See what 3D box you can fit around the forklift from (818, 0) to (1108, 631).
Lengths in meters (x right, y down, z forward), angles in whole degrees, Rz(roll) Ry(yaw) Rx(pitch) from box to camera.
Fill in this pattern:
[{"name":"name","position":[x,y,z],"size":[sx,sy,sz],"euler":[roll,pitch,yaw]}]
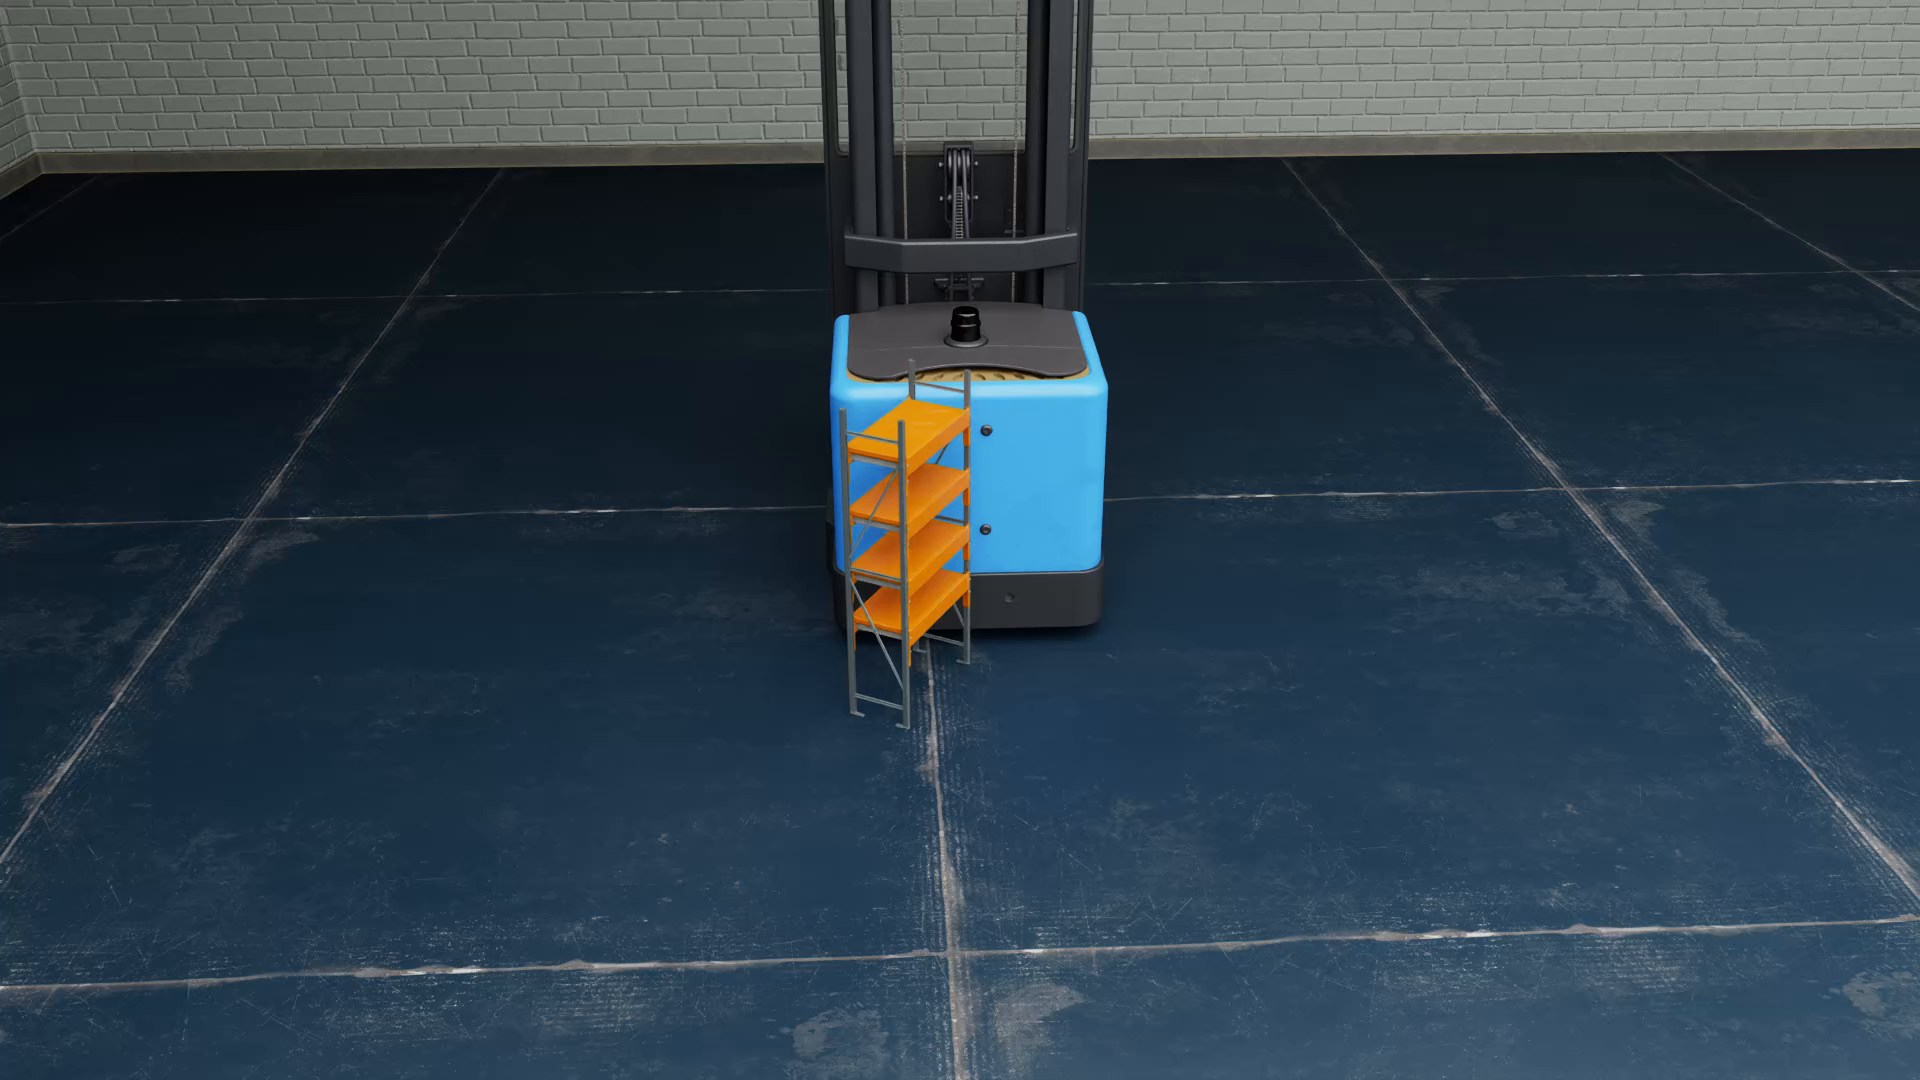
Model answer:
[{"name":"forklift","position":[-0.028,-1.590,7.130],"size":[1.130,2.935,3.031],"euler":[-1,28,-2]}]

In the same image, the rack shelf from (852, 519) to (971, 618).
[{"name":"rack shelf","position":[-0.181,0.080,5.945],"size":[0.258,0.148,0.480],"euler":[13,30,23]}]

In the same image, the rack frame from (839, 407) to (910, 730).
[{"name":"rack frame","position":[-0.289,0.121,5.720],"size":[0.240,1.200,0.015],"euler":[13,30,23]}]

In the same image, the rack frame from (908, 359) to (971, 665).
[{"name":"rack frame","position":[-0.073,-0.081,6.108],"size":[0.240,1.200,0.015],"euler":[13,30,23]}]

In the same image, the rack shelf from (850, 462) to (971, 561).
[{"name":"rack shelf","position":[-0.181,-0.119,5.842],"size":[0.258,0.148,0.480],"euler":[13,30,23]}]

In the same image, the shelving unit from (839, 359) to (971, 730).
[{"name":"shelving unit","position":[-0.181,0.020,5.914],"size":[0.258,1.200,0.503],"euler":[13,30,23]}]

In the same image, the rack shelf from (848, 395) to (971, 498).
[{"name":"rack shelf","position":[-0.181,-0.329,5.733],"size":[0.258,0.148,0.480],"euler":[13,30,23]}]

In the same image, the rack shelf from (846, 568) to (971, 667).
[{"name":"rack shelf","position":[-0.181,0.256,6.037],"size":[0.258,0.148,0.480],"euler":[13,30,23]}]
